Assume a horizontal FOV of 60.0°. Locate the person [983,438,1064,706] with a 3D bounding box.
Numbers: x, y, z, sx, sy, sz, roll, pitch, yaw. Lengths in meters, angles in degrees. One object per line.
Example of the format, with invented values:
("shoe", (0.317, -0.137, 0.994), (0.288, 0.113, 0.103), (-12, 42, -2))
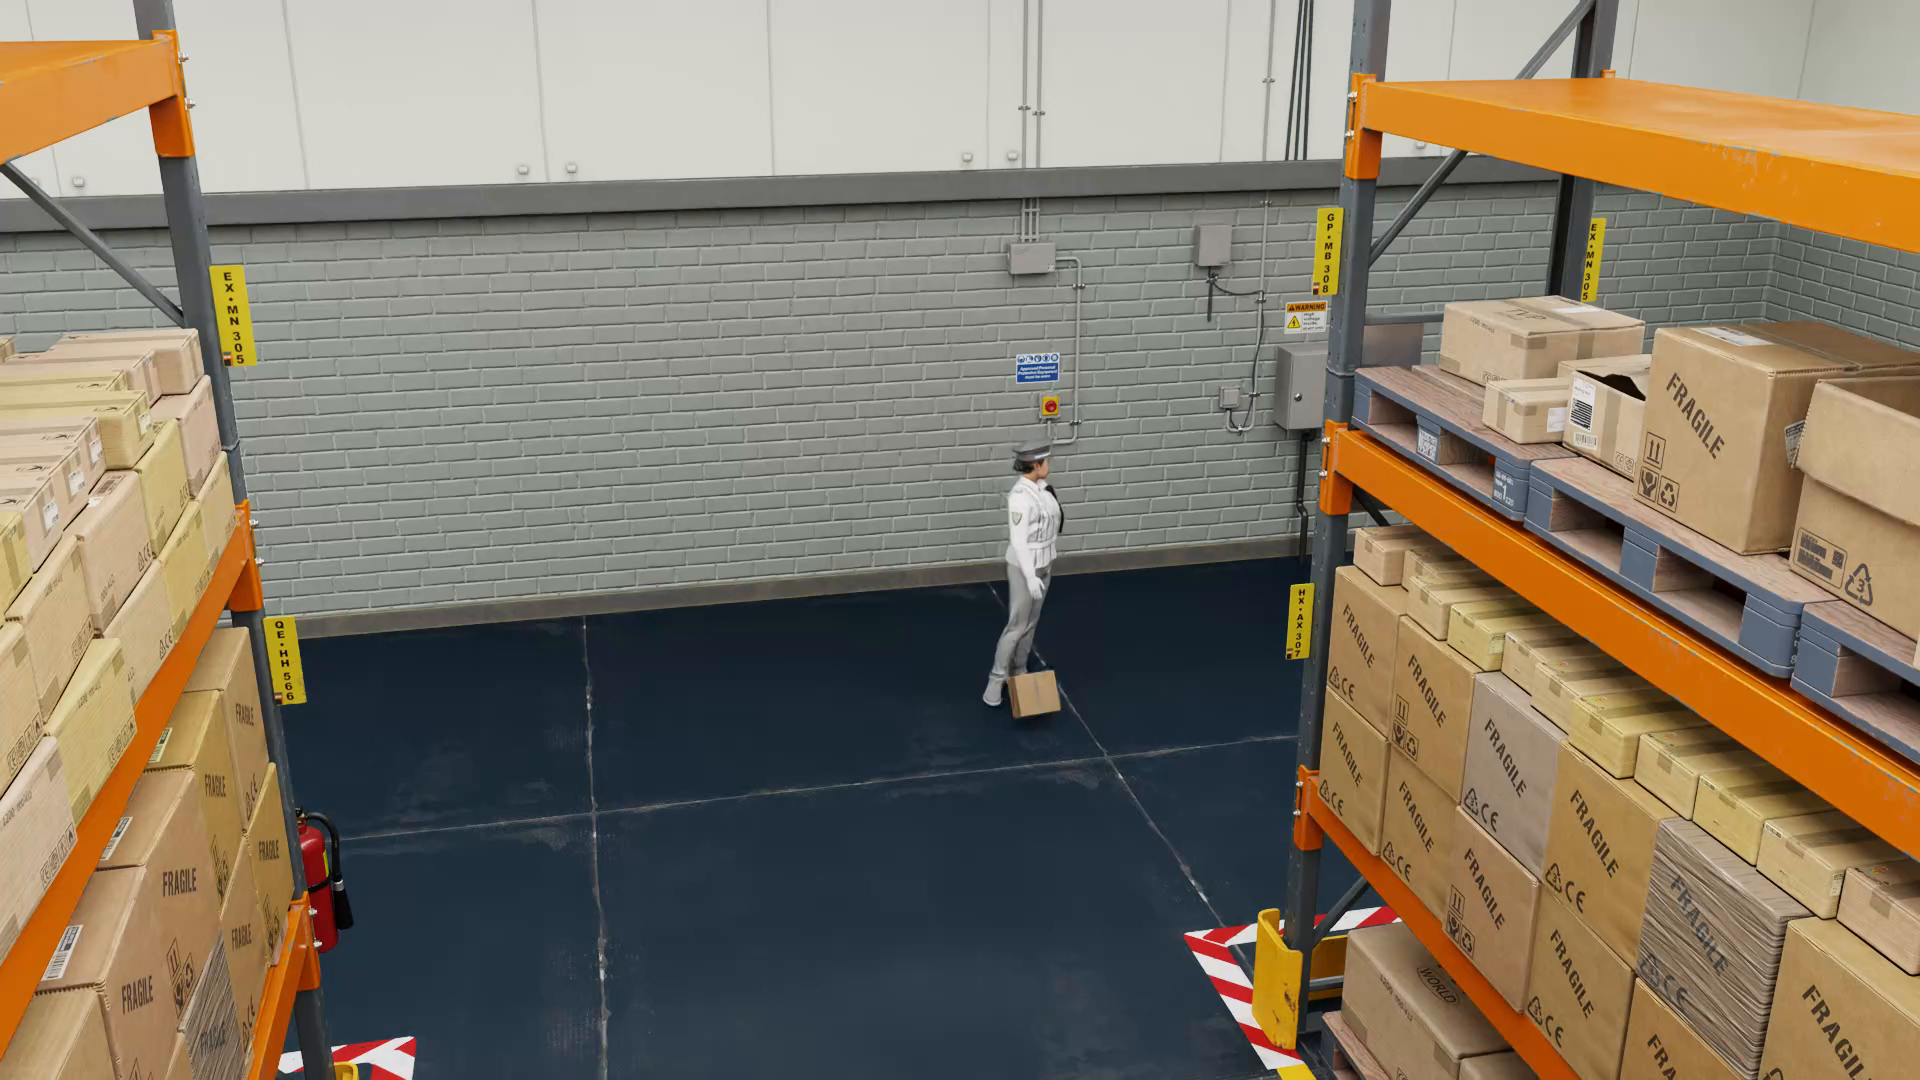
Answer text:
("person", (0.401, 0.188, 10.496), (0.400, 1.673, 0.621), (9, 21, 23))
